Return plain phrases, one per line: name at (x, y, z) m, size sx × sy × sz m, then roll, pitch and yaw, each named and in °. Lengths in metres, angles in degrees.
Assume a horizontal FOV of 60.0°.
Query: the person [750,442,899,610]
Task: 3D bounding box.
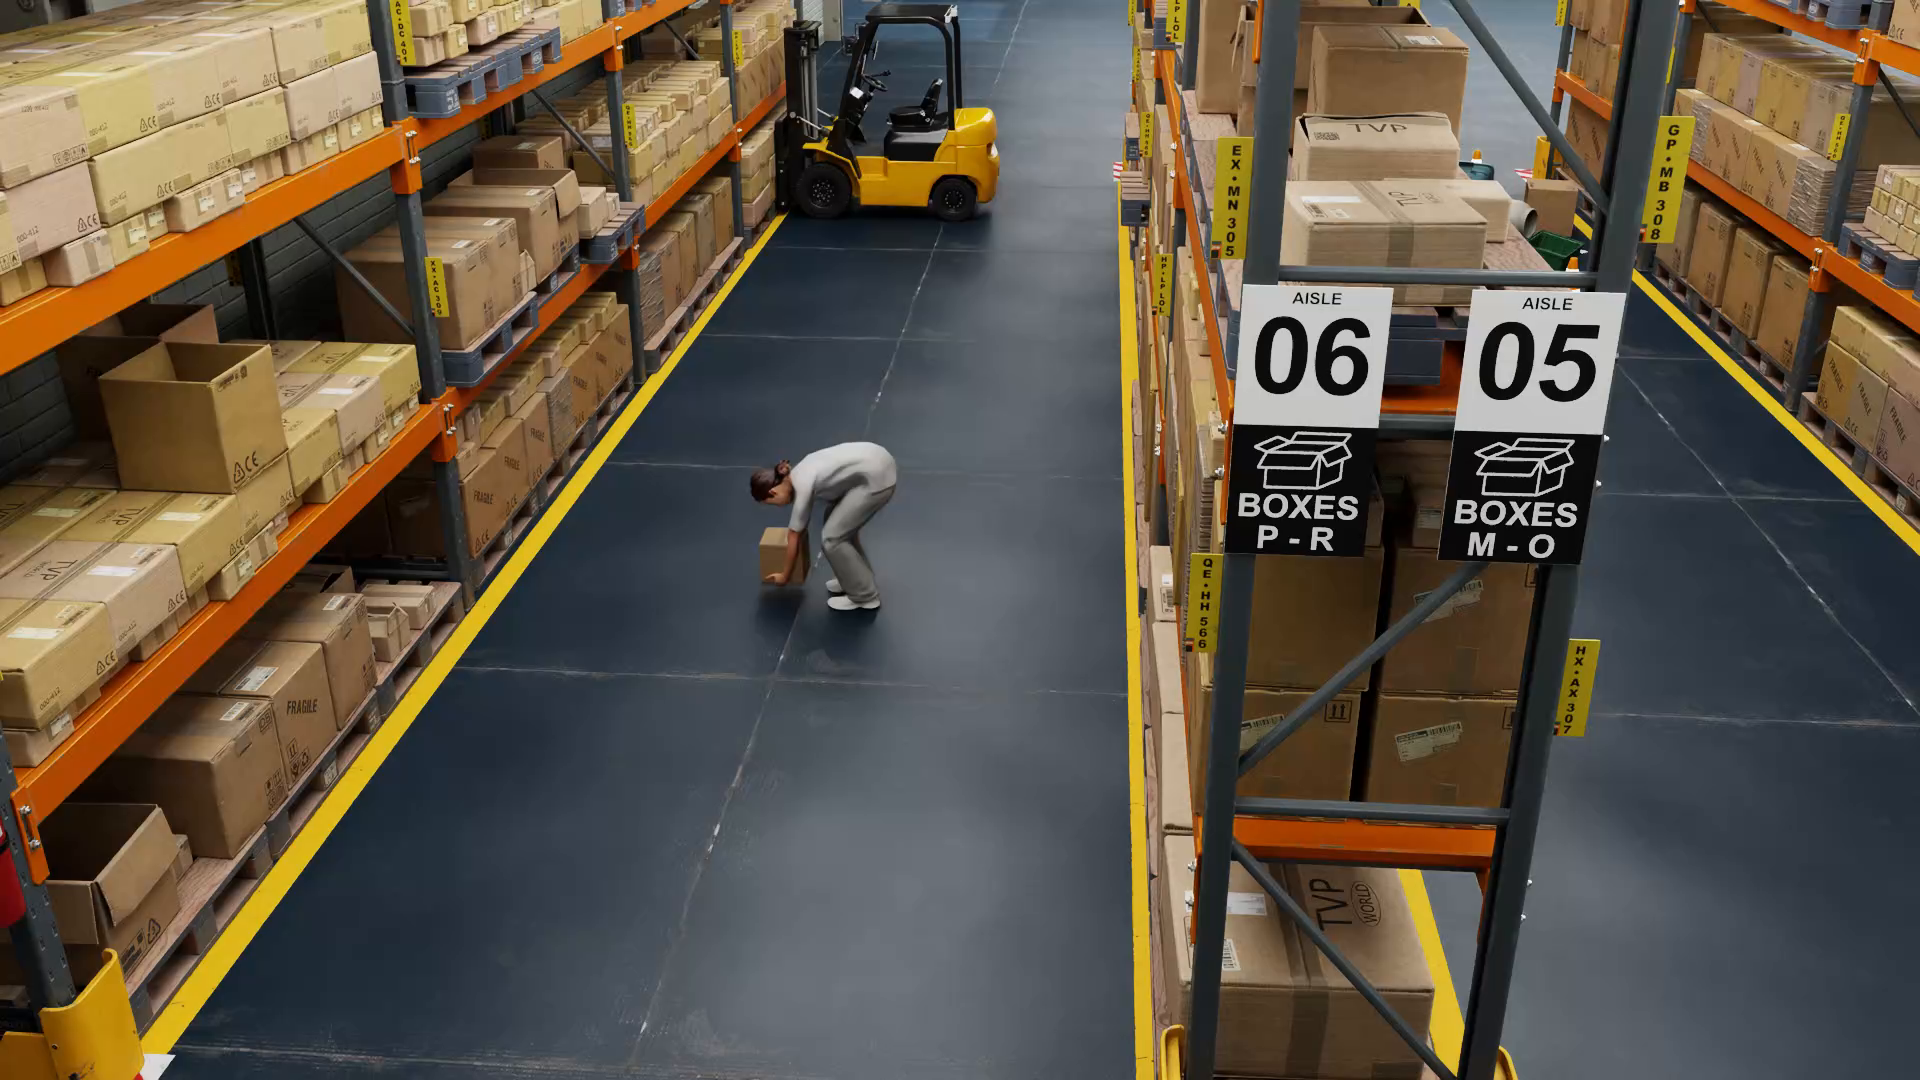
person at (-0.781, -0.091, 9.660) m, size 0.858 × 0.962 × 0.451 m, roll 1°, pitch 25°, yaw 2°
